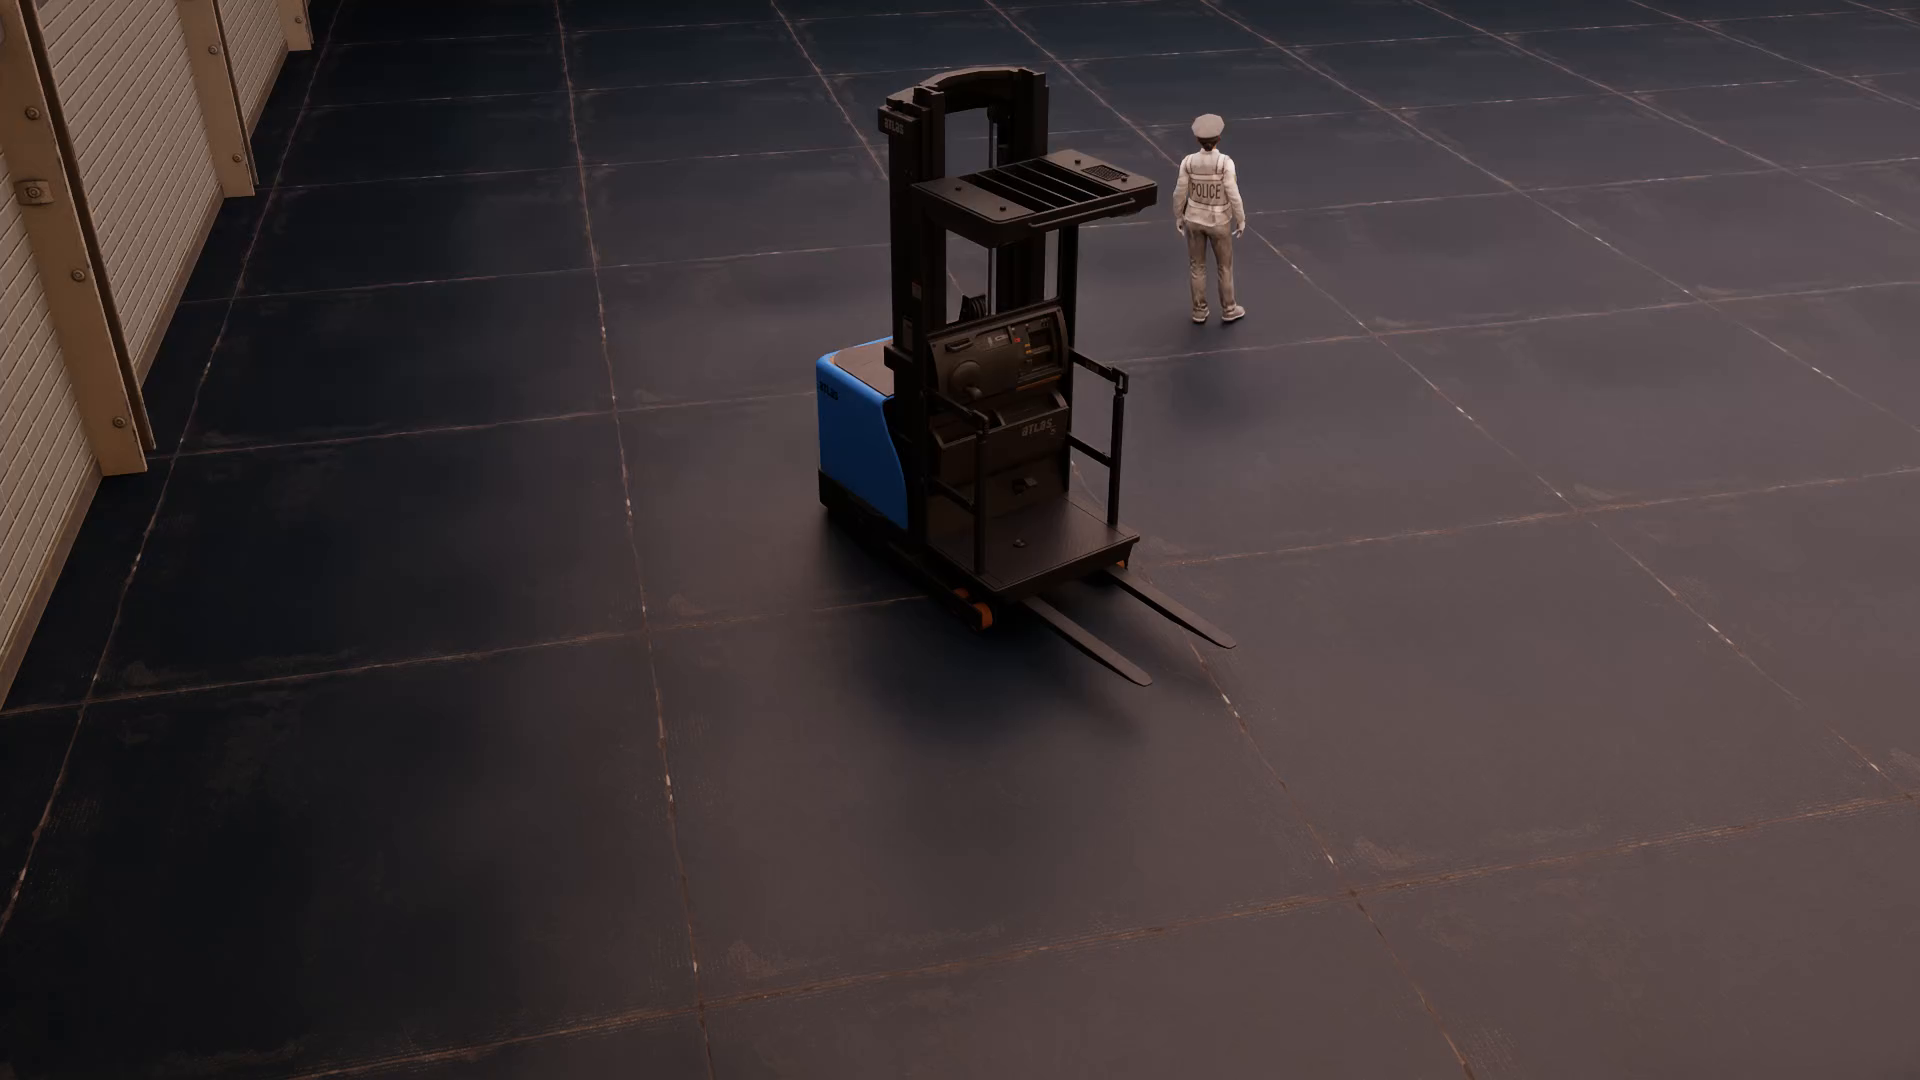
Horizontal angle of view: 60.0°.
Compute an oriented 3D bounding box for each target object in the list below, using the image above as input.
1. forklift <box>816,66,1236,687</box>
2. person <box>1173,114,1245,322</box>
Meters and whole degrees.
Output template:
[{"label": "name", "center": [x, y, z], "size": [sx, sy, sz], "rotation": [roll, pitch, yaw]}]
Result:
[{"label": "forklift", "center": [0.355, -1.021, 9.338], "size": [1.130, 2.935, 3.031], "rotation": [-20, 35, -30]}, {"label": "person", "center": [1.992, -2.550, 13.200], "size": [0.587, 1.694, 0.530], "rotation": [13, 32, 21]}]
